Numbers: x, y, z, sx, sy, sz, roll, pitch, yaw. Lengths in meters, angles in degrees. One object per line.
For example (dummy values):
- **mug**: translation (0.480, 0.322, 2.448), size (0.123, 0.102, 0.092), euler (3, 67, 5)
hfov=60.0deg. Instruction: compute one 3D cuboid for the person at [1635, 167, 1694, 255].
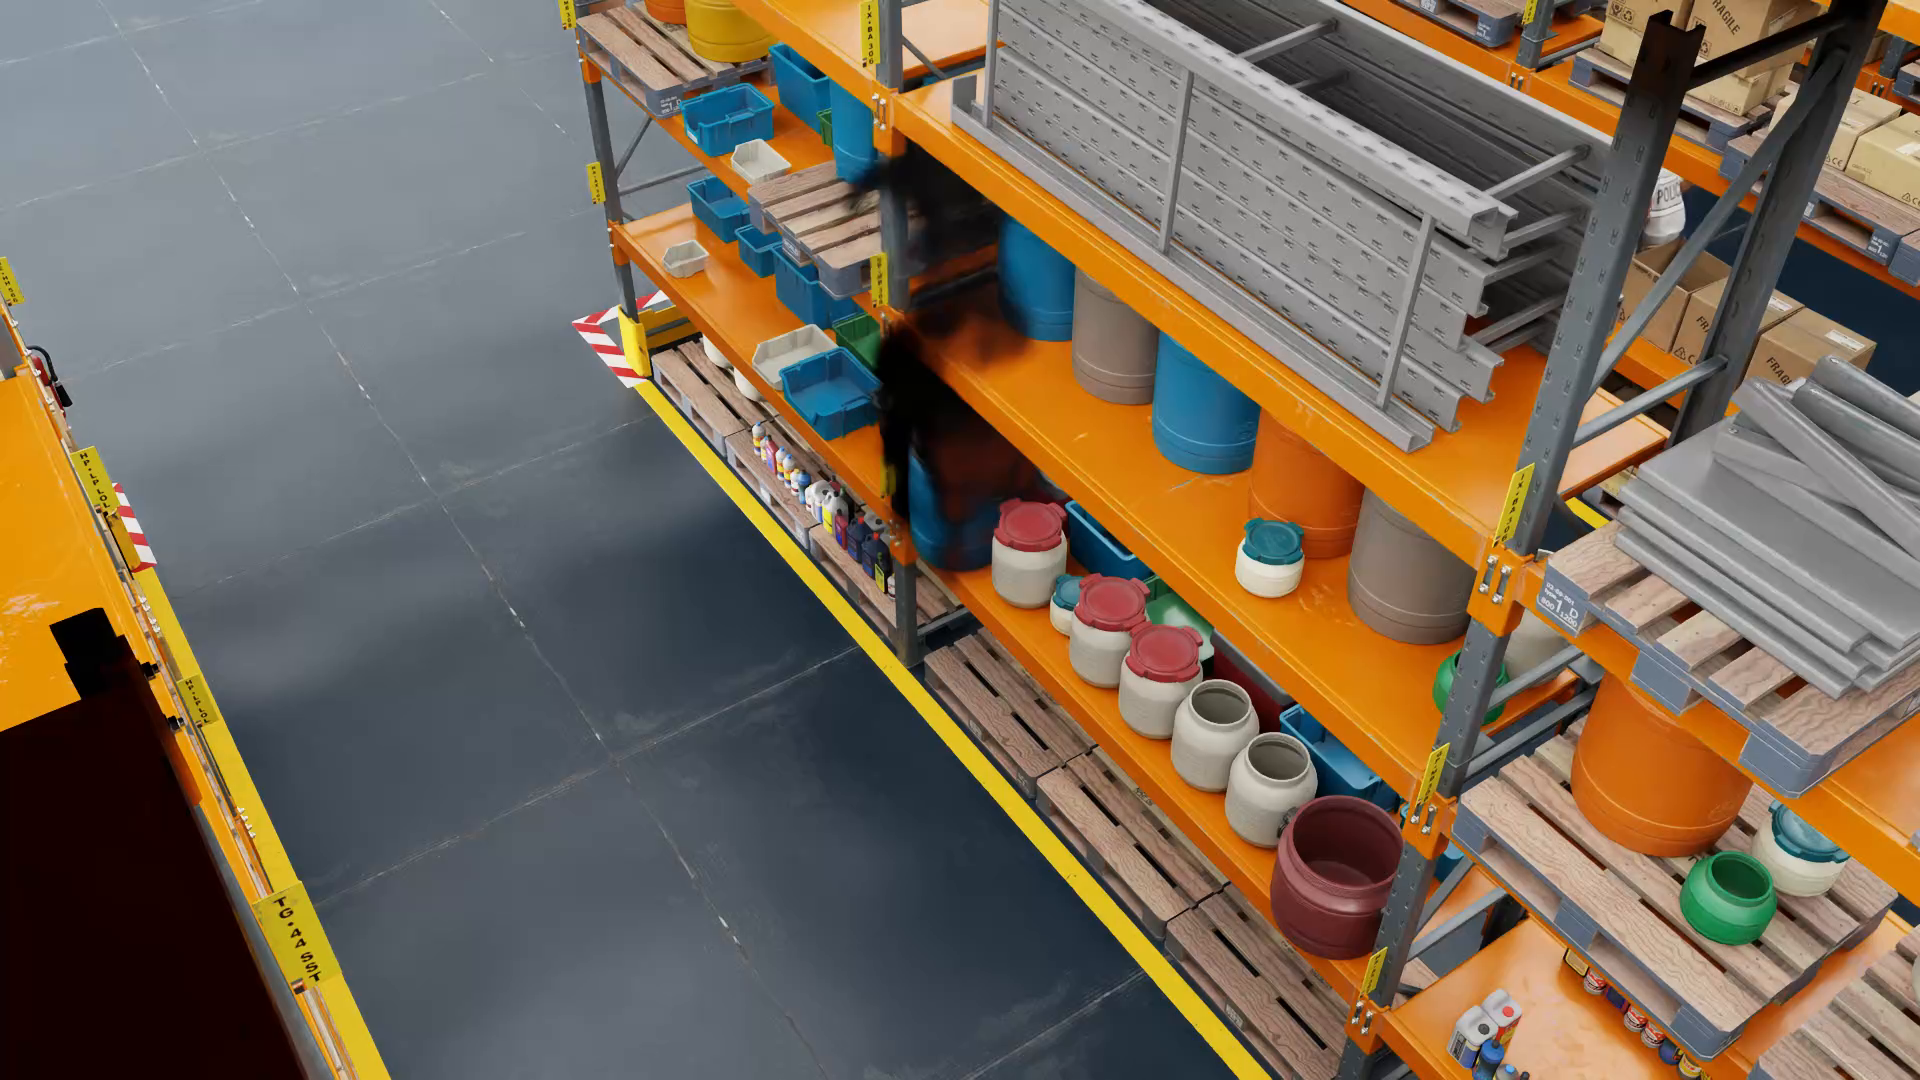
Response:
- **person**: translation (5.545, -2.416, 13.152), size (0.649, 1.722, 0.911), euler (-22, 47, -22)
